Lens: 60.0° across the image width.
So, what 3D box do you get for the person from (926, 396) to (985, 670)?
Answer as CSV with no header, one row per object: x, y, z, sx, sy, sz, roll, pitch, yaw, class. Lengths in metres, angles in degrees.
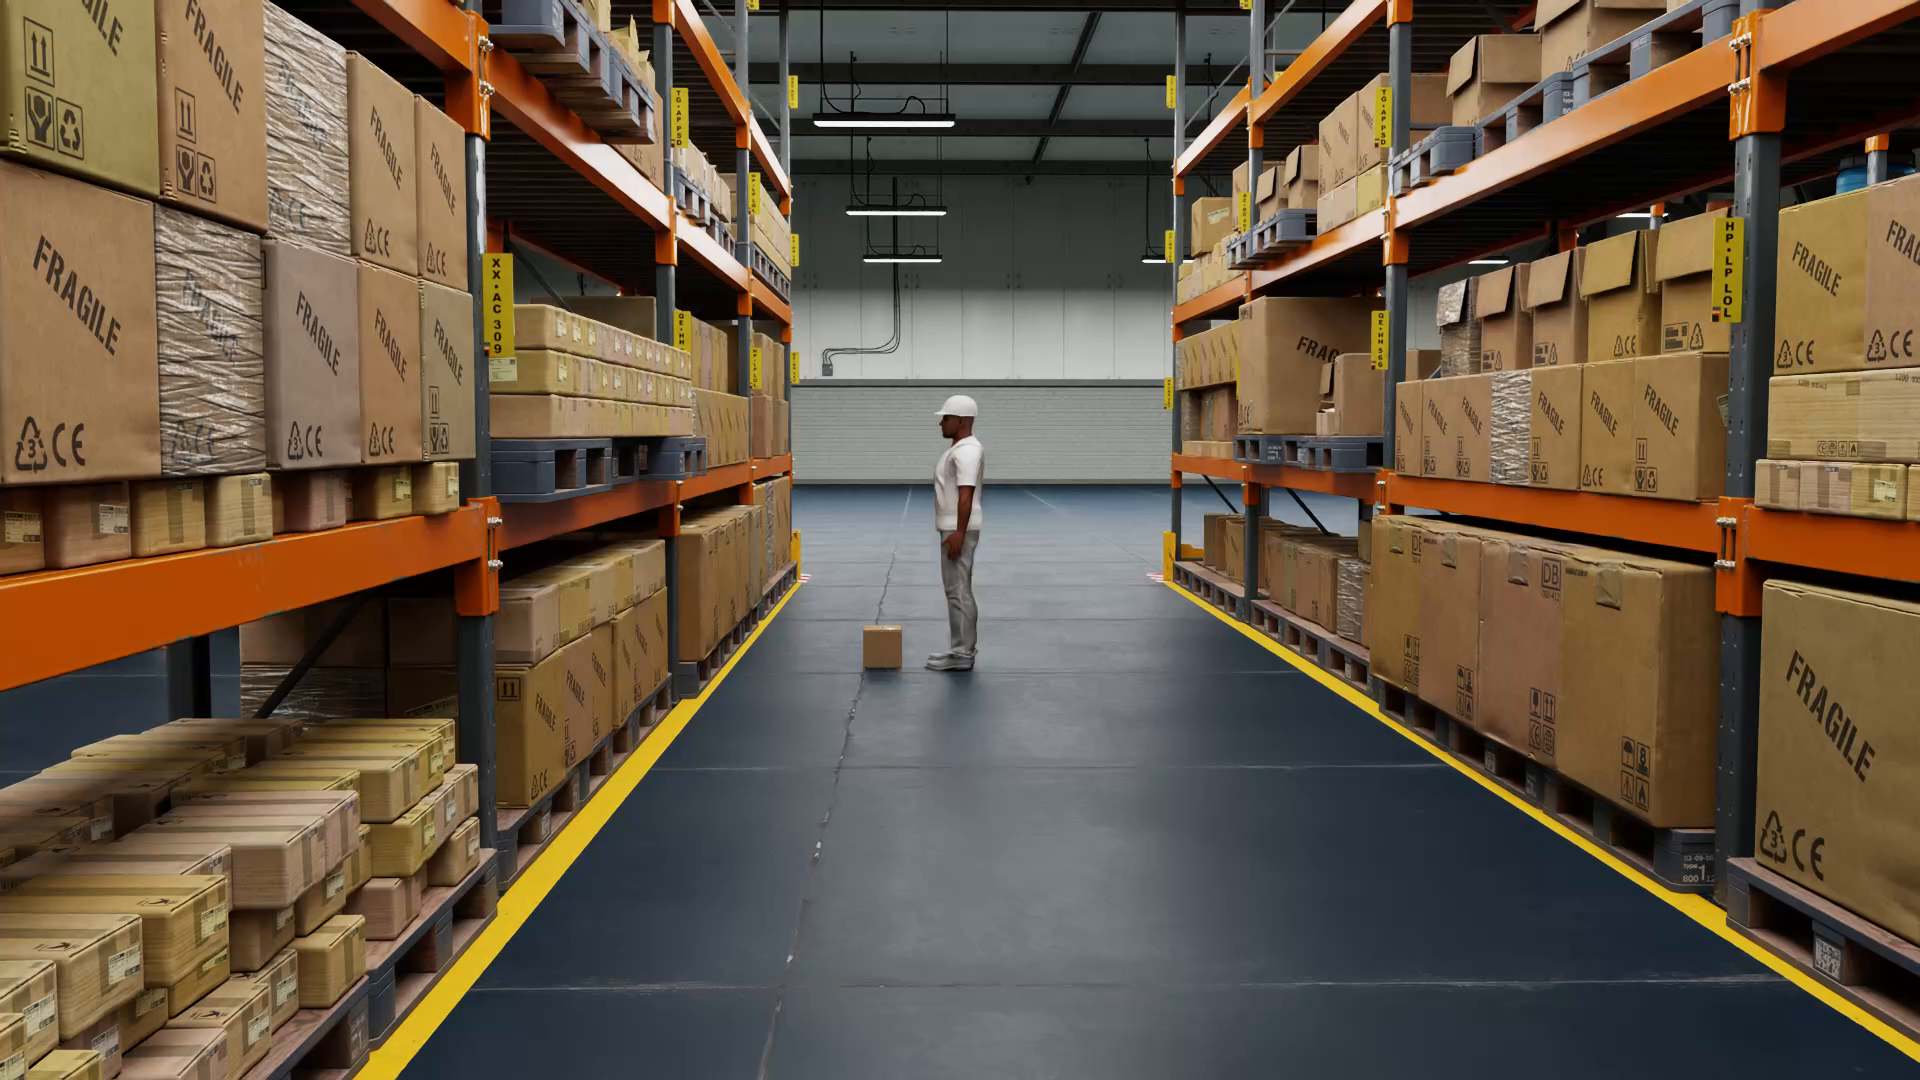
-0.031,-0.055,10.902,0.384,1.775,0.583,0,4,-1,person
